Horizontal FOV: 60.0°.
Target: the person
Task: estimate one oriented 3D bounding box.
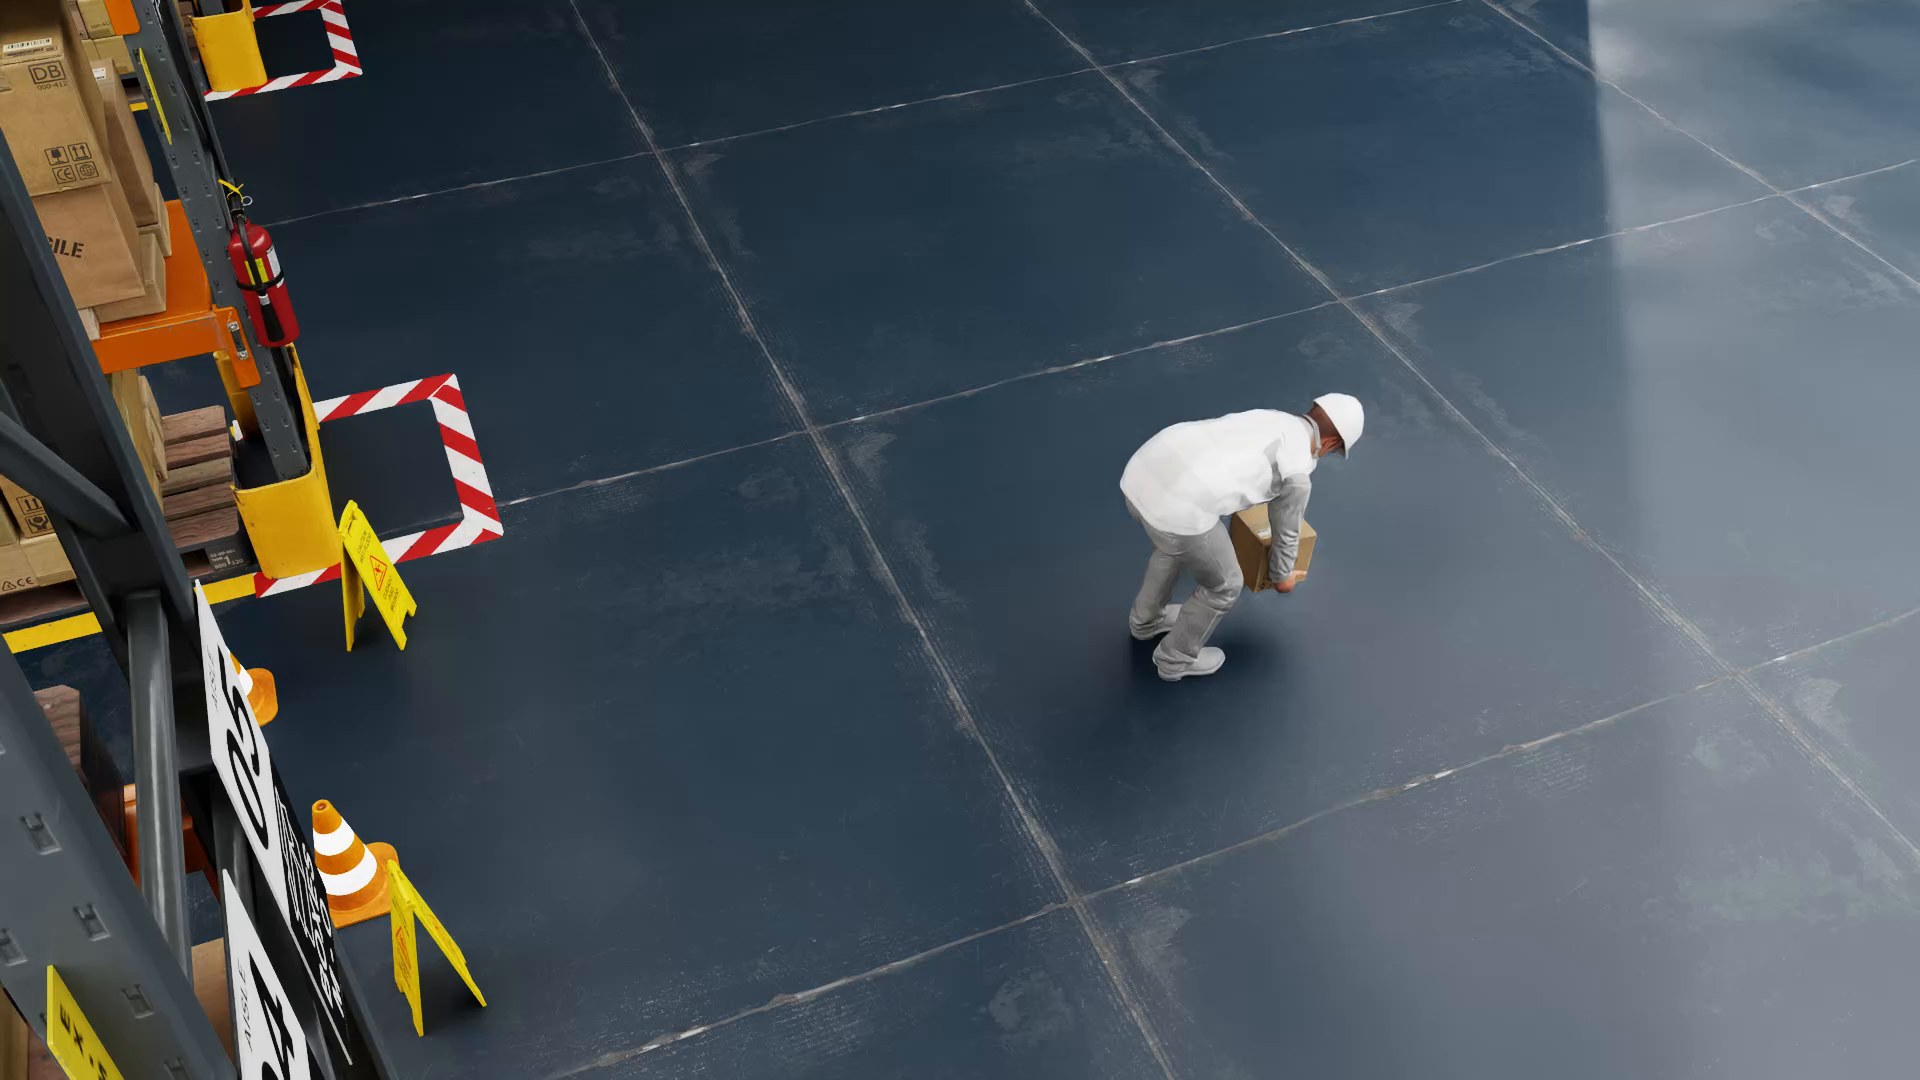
[{"bbox_3d":[1.117,-0.035,6.671,1.008,1.123,0.466,-17,44,-18],"label":"person"}]
